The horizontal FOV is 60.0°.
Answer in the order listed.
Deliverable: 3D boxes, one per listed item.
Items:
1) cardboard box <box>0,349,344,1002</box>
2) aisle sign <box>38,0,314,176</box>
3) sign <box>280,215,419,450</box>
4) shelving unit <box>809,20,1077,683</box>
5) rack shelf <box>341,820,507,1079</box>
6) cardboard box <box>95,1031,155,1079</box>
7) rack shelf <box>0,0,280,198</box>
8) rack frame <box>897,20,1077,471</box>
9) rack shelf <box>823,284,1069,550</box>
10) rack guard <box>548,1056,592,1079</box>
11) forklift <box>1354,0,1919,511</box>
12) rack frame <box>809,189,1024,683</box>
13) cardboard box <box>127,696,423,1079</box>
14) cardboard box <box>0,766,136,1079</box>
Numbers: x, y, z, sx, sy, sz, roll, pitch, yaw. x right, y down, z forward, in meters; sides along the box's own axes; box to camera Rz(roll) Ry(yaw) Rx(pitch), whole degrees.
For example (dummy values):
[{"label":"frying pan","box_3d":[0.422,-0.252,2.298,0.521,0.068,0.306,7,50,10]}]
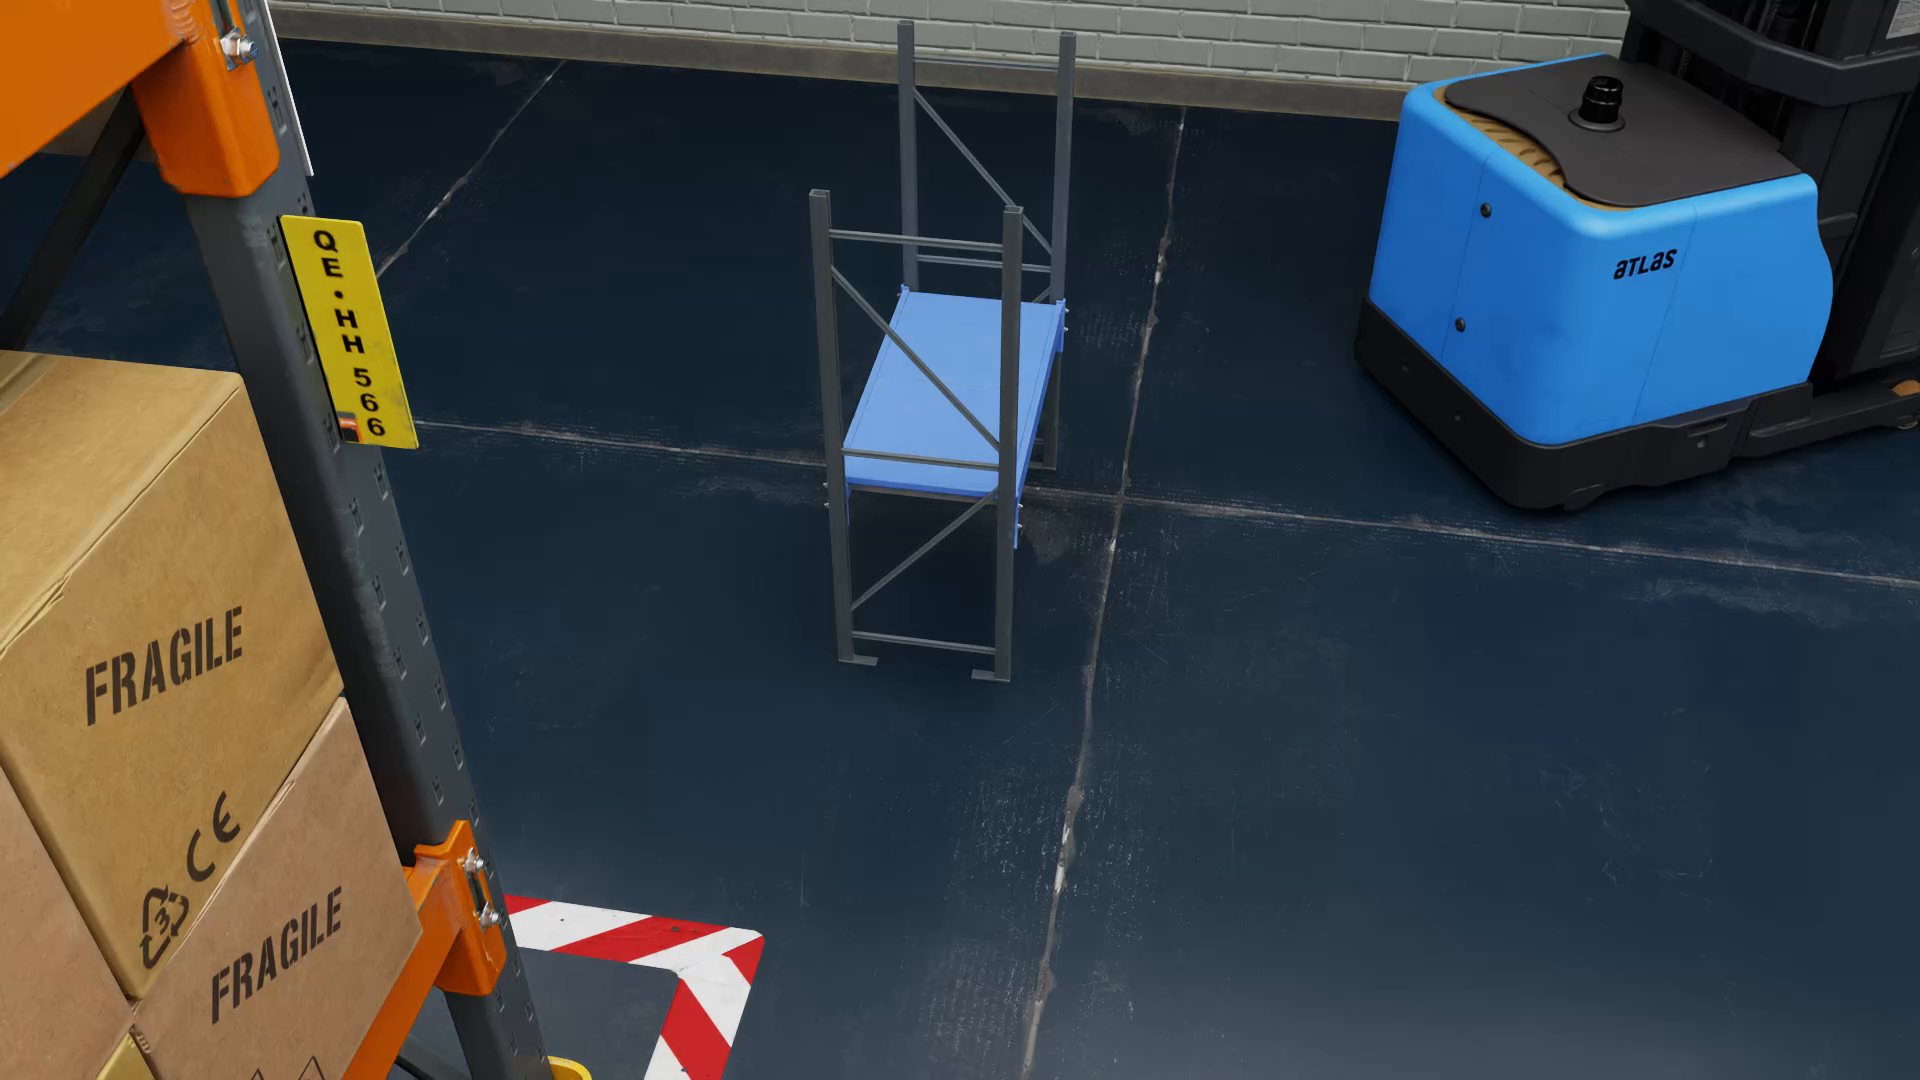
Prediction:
[{"label":"cardboard box","box_3d":[-1.094,0.132,1.873,0.500,0.500,0.500,6,40,7]},{"label":"aisle sign","box_3d":[-0.974,-0.765,1.781,0.394,0.787,0.004,6,40,8]},{"label":"sign","box_3d":[-0.745,-0.248,2.039,0.100,0.325,0.005,6,40,8]},{"label":"shelving unit","box_3d":[-0.015,-0.524,4.707,0.538,1.500,1.048,6,40,8]},{"label":"rack shelf","box_3d":[-1.634,1.779,1.309,1.077,0.370,4.000,6,40,8]},{"label":"cardboard box","box_3d":[-1.184,0.845,1.796,0.500,0.500,0.500,7,40,8]},{"label":"rack shelf","box_3d":[-1.634,0.623,0.353,1.077,0.370,4.000,6,40,8]},{"label":"rack frame","box_3d":[0.073,-0.844,5.093,0.500,1.500,0.032,6,40,8]},{"label":"rack shelf","box_3d":[-0.015,-0.386,4.822,0.538,0.185,1.000,6,40,8]},{"label":"rack guard","box_3d":[-1.301,1.257,3.337,1.175,0.500,0.348,6,40,8]},{"label":"forklift","box_3d":[2.978,-1.810,5.139,3.031,2.935,1.130,-14,42,-16]},{"label":"rack frame","box_3d":[-0.103,-0.205,4.321,0.500,1.500,0.032,6,40,8]},{"label":"cardboard box","box_3d":[-1.097,0.519,2.190,0.500,0.500,0.500,8,40,9]},{"label":"cardboard box","box_3d":[-1.181,0.449,1.490,0.500,0.500,0.500,7,40,9]}]
